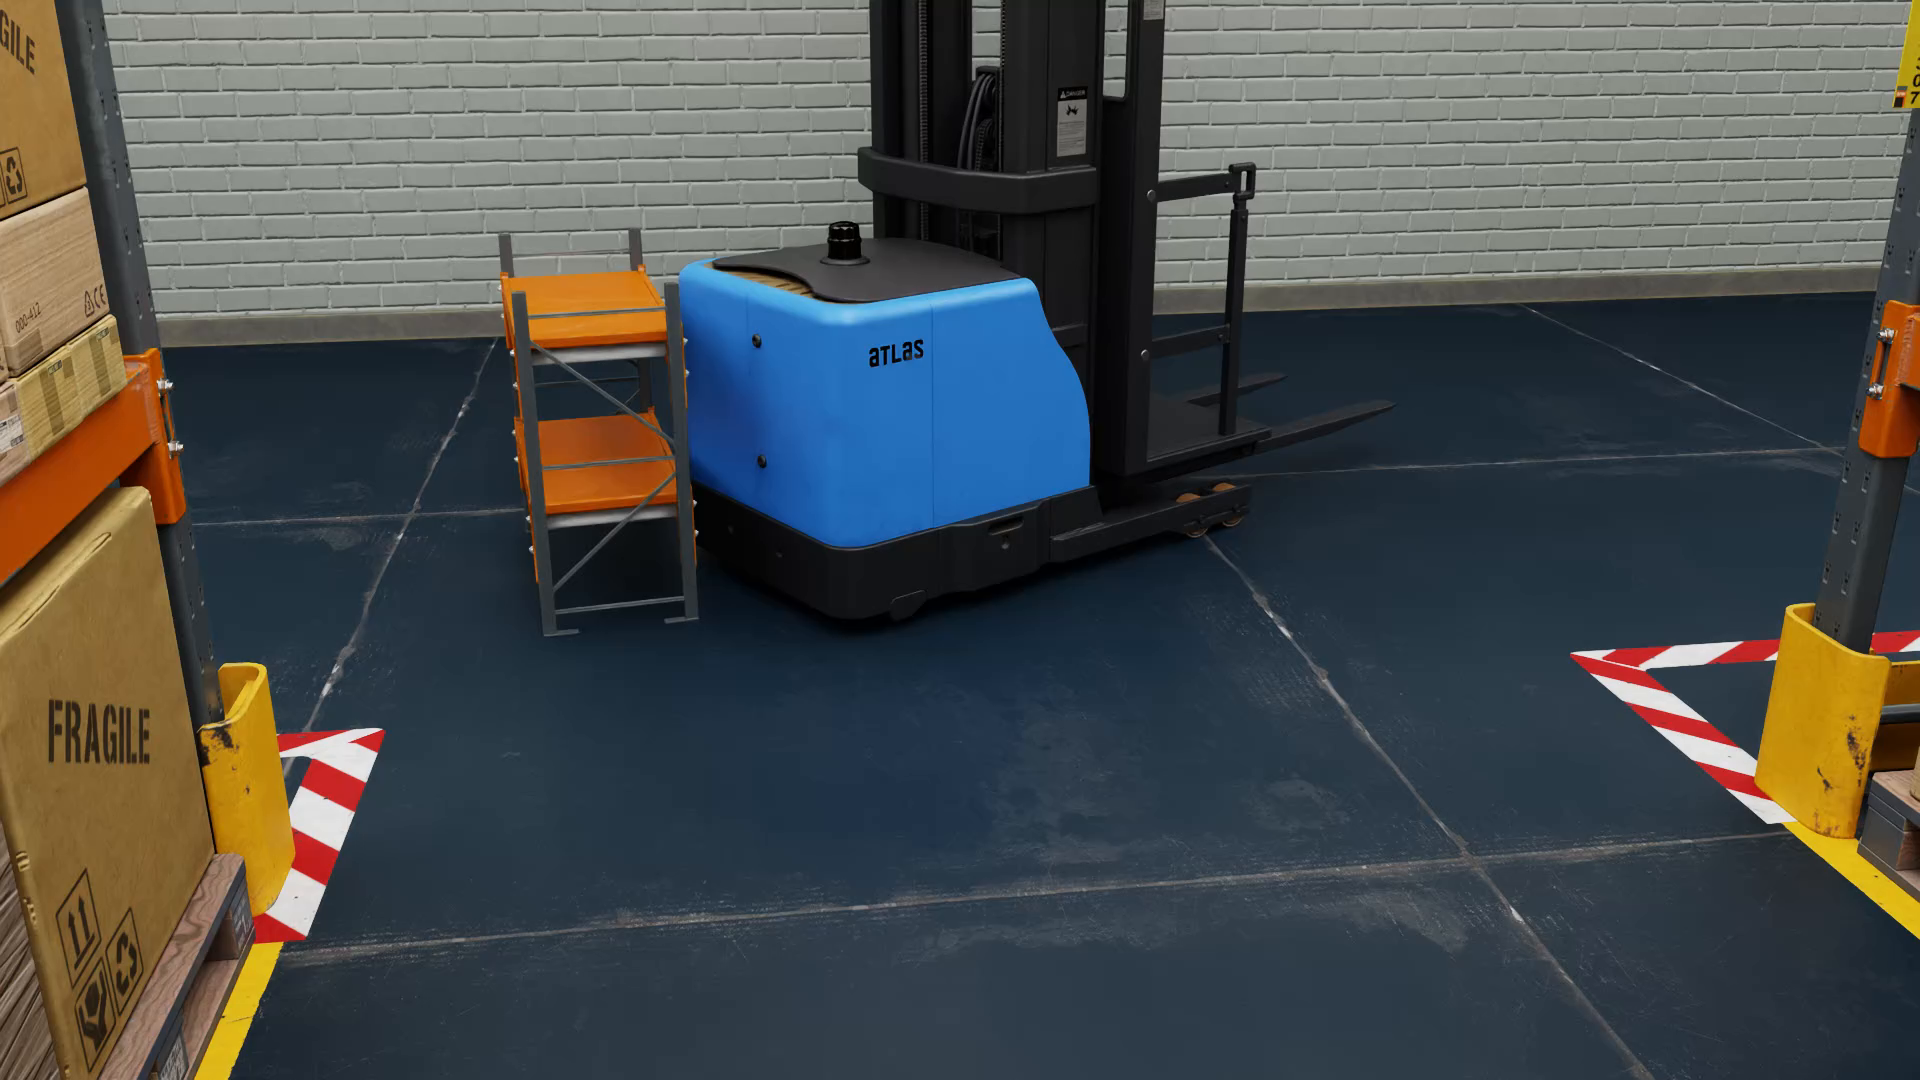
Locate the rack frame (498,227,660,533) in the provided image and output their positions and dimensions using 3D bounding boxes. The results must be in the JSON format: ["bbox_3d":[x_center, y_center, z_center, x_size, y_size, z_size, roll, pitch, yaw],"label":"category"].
[{"bbox_3d":[-1.401,-0.582,6.167,0.500,1.125,0.032,-6,21,-16],"label":"rack frame"}]

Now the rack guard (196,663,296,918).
[{"bbox_3d":[-2.211,0.615,3.855,1.175,0.500,0.348,-3,21,-8],"label":"rack guard"}]

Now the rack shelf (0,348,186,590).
[{"bbox_3d":[-1.919,0.482,1.667,1.077,0.370,4.000,-3,21,-8],"label":"rack shelf"}]

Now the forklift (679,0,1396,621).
[{"bbox_3d":[0.487,-1.510,6.069,3.031,2.935,1.130,-16,26,-36],"label":"forklift"}]

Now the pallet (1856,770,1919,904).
[{"bbox_3d":[2.809,0.853,3.631,1.003,0.211,1.213,-3,21,-8],"label":"pallet"}]

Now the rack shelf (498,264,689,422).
[{"bbox_3d":[-1.255,-0.686,5.609,0.538,0.278,1.000,-6,21,-16],"label":"rack shelf"}]

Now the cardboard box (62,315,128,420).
[{"bbox_3d":[-1.830,-0.323,3.154,0.380,0.149,0.250,-3,21,-7],"label":"cardboard box"}]

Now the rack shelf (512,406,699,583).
[{"bbox_3d":[-1.255,-0.183,5.797,0.538,0.278,1.000,-6,21,-16],"label":"rack shelf"}]

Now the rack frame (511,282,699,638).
[{"bbox_3d":[-1.108,-0.241,5.255,0.500,1.125,0.032,-6,21,-16],"label":"rack frame"}]

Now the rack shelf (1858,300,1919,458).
[{"bbox_3d":[3.004,0.267,2.243,1.077,0.370,4.000,-3,21,-8],"label":"rack shelf"}]

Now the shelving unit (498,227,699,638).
[{"bbox_3d":[-1.255,-0.412,5.711,0.538,1.125,1.048,-6,21,-16],"label":"shelving unit"}]

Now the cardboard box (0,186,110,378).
[{"bbox_3d":[-1.875,-0.462,2.956,0.500,0.250,0.500,-3,21,-9],"label":"cardboard box"}]

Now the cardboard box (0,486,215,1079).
[{"bbox_3d":[-2.036,0.469,3.111,0.875,0.875,0.875,-3,21,-8],"label":"cardboard box"}]

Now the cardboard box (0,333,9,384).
[{"bbox_3d":[-1.802,-0.287,2.486,0.500,0.250,0.500,-3,21,-9],"label":"cardboard box"}]

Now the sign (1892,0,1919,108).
[{"bbox_3d":[2.179,-1.141,3.746,0.100,0.325,0.005,-3,21,-8],"label":"sign"}]

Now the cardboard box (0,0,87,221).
[{"bbox_3d":[-1.877,-0.813,2.822,0.500,0.500,0.500,-3,21,-7],"label":"cardboard box"}]

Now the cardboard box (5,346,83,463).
[{"bbox_3d":[-1.791,-0.233,2.913,0.380,0.149,0.250,-3,21,-7],"label":"cardboard box"}]

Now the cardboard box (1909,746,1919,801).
[{"bbox_3d":[2.474,0.574,3.868,0.380,0.149,0.250,-2,21,-7],"label":"cardboard box"}]

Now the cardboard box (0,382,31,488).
[{"bbox_3d":[-1.756,-0.146,2.679,0.380,0.149,0.250,-3,21,-8],"label":"cardboard box"}]

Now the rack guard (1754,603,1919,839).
[{"bbox_3d":[2.727,0.435,4.338,1.175,0.500,0.348,-3,21,-8],"label":"rack guard"}]

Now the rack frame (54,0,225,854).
[{"bbox_3d":[-2.207,-0.548,3.395,1.000,3.000,0.127,-3,21,-8],"label":"rack frame"}]

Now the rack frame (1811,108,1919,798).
[{"bbox_3d":[2.716,-0.763,3.971,1.000,3.000,0.127,-3,21,-8],"label":"rack frame"}]

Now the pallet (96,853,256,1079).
[{"bbox_3d":[-2.014,1.032,3.152,1.003,0.211,1.213,-3,21,-8],"label":"pallet"}]
